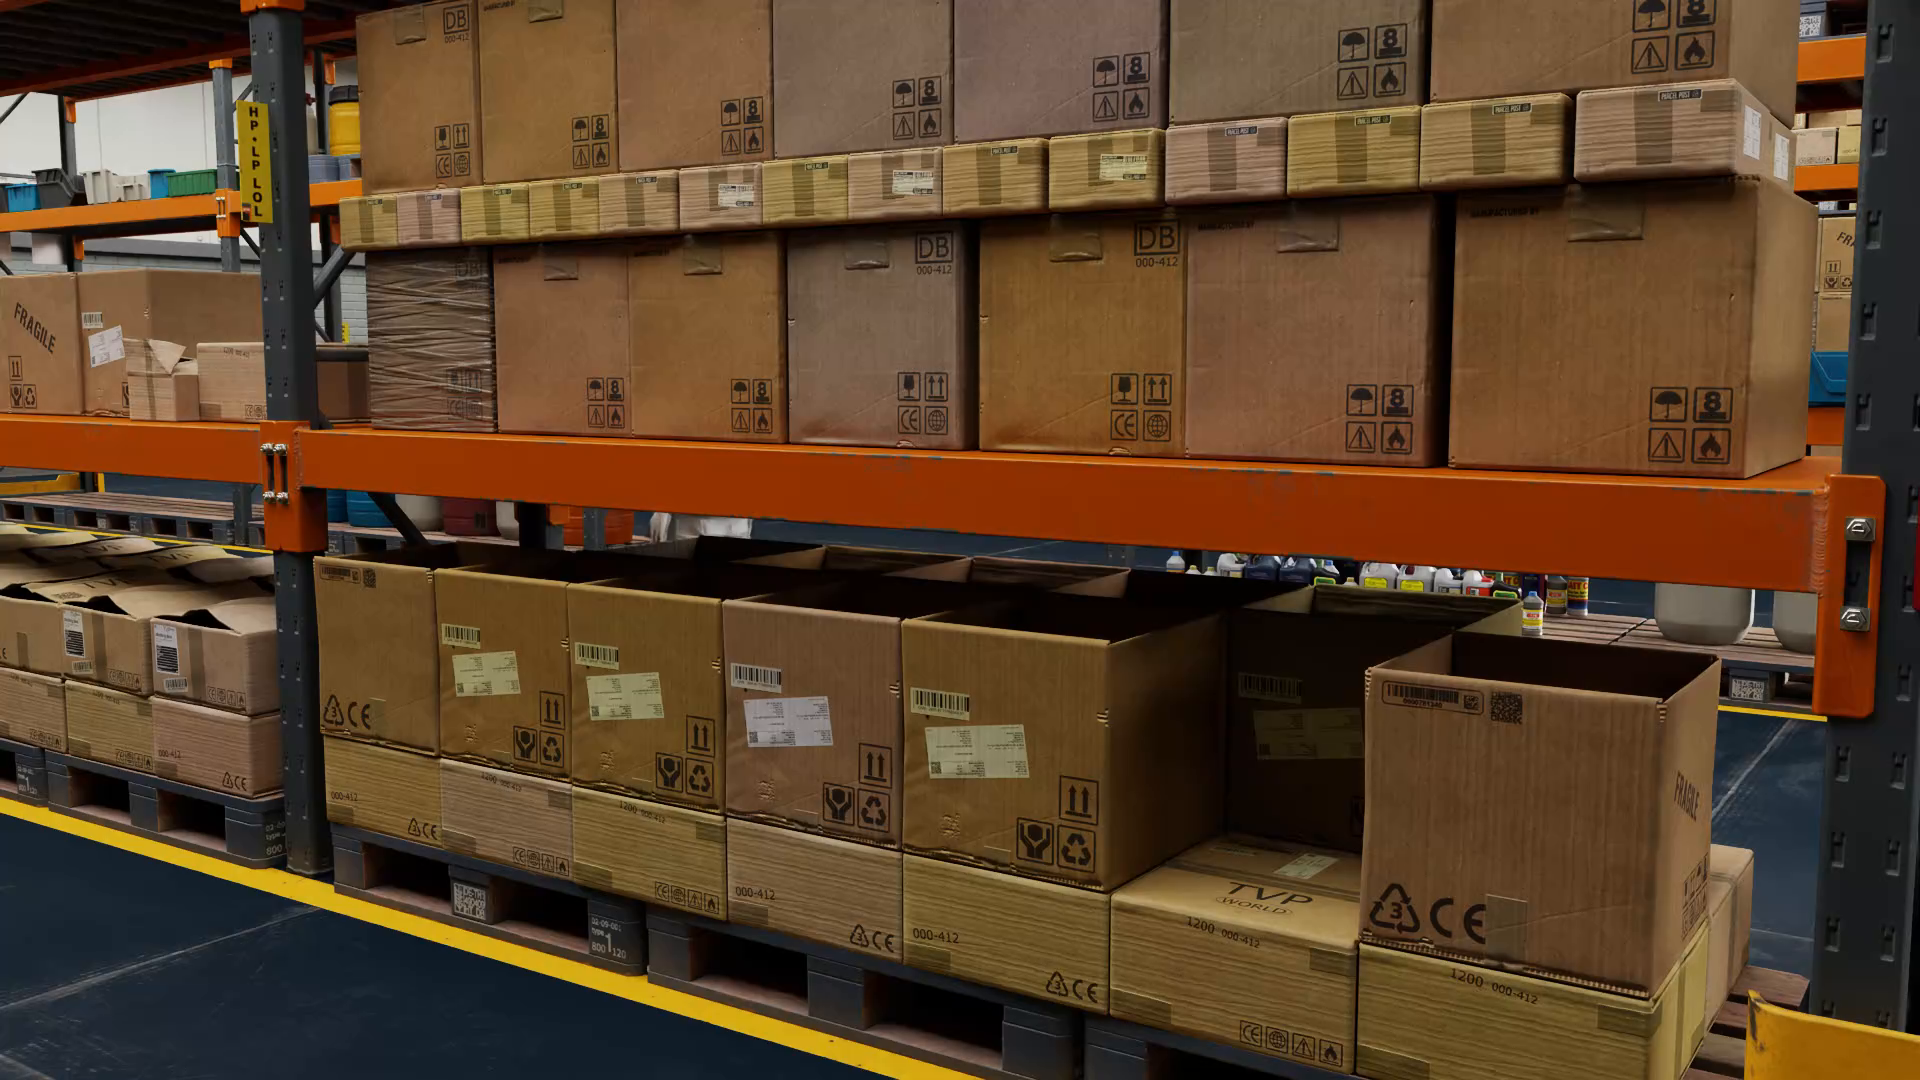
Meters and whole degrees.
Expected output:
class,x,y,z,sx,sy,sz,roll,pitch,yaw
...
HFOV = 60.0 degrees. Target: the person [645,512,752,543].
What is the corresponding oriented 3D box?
class,x,y,z,sx,sy,sz,roll,pitch,yaw
person,-1.004,-0.100,6.529,0.353,1.787,0.524,4,7,34
